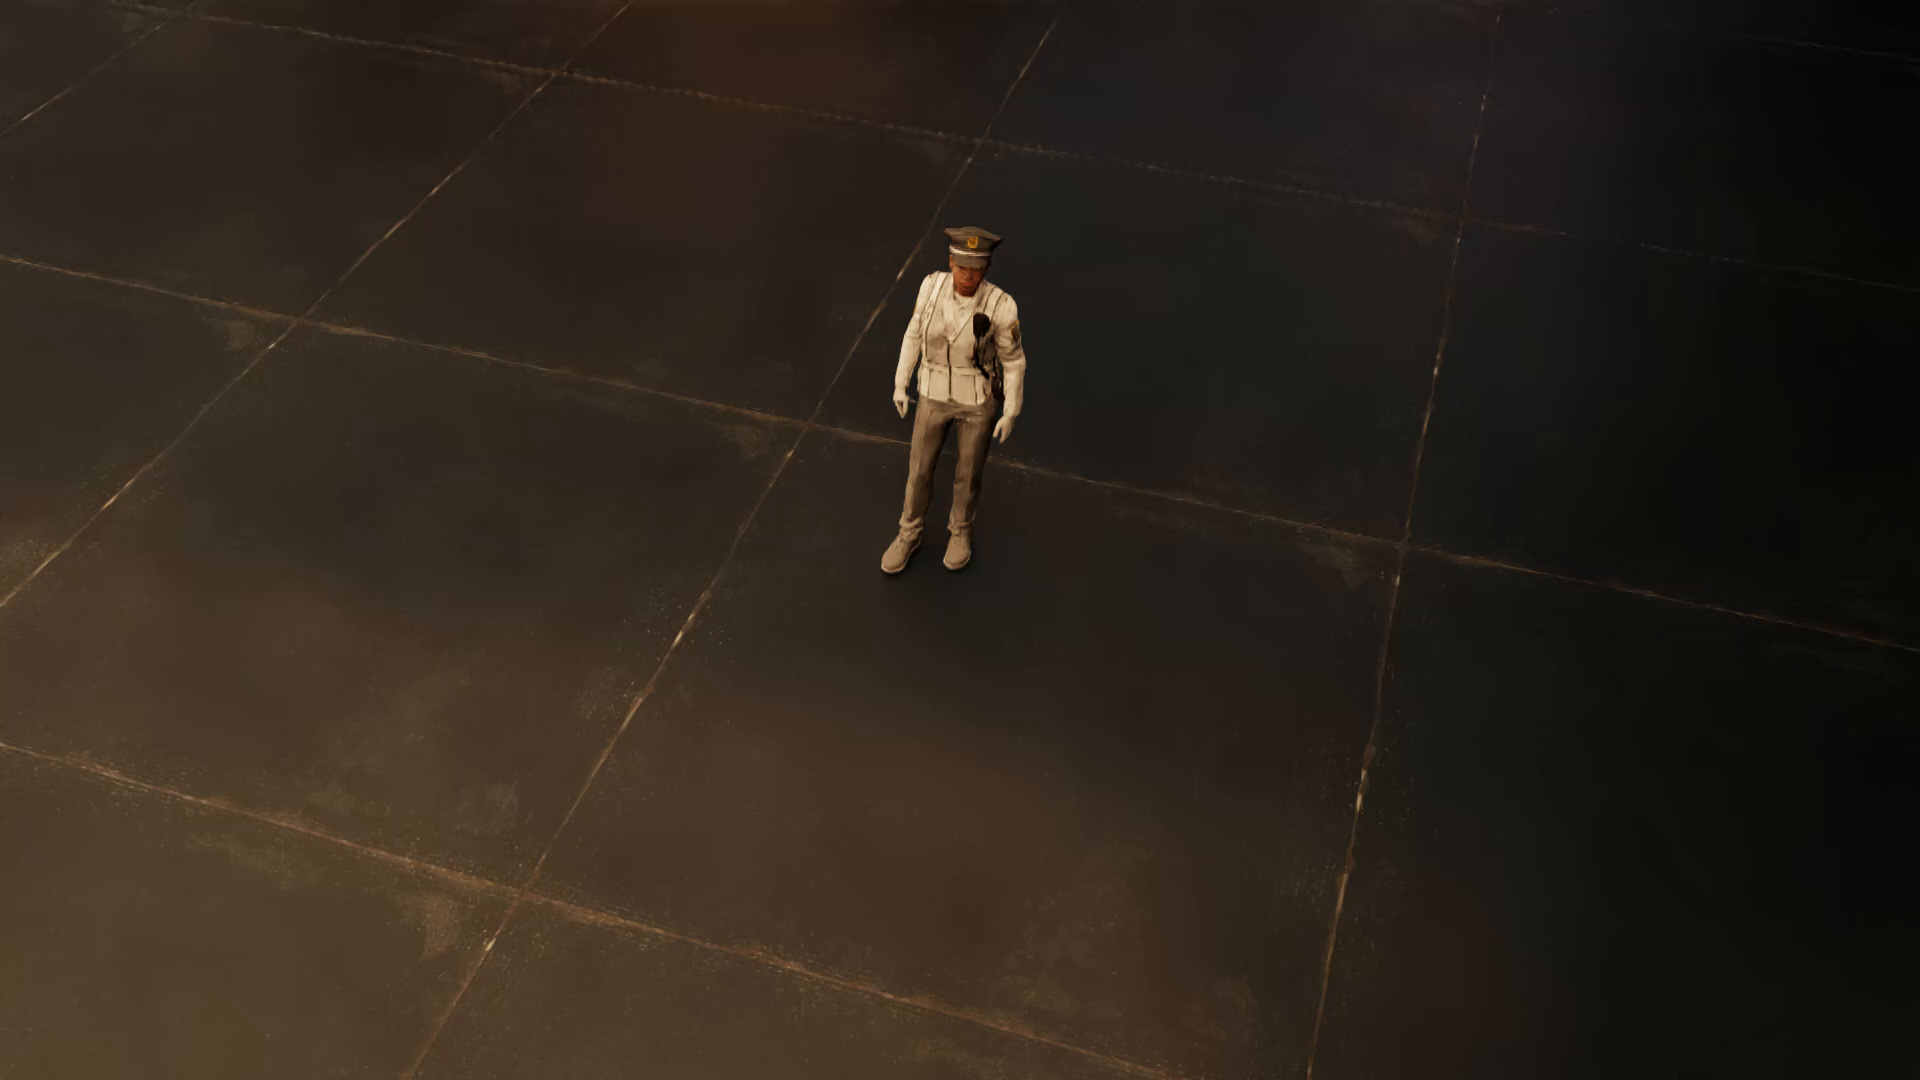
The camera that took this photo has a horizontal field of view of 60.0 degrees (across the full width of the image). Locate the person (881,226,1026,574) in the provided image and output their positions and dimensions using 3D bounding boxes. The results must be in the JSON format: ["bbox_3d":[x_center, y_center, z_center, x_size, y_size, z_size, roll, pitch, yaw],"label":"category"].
[{"bbox_3d":[-0.027,-0.583,7.213,0.586,1.695,0.533,12,44,13],"label":"person"}]
